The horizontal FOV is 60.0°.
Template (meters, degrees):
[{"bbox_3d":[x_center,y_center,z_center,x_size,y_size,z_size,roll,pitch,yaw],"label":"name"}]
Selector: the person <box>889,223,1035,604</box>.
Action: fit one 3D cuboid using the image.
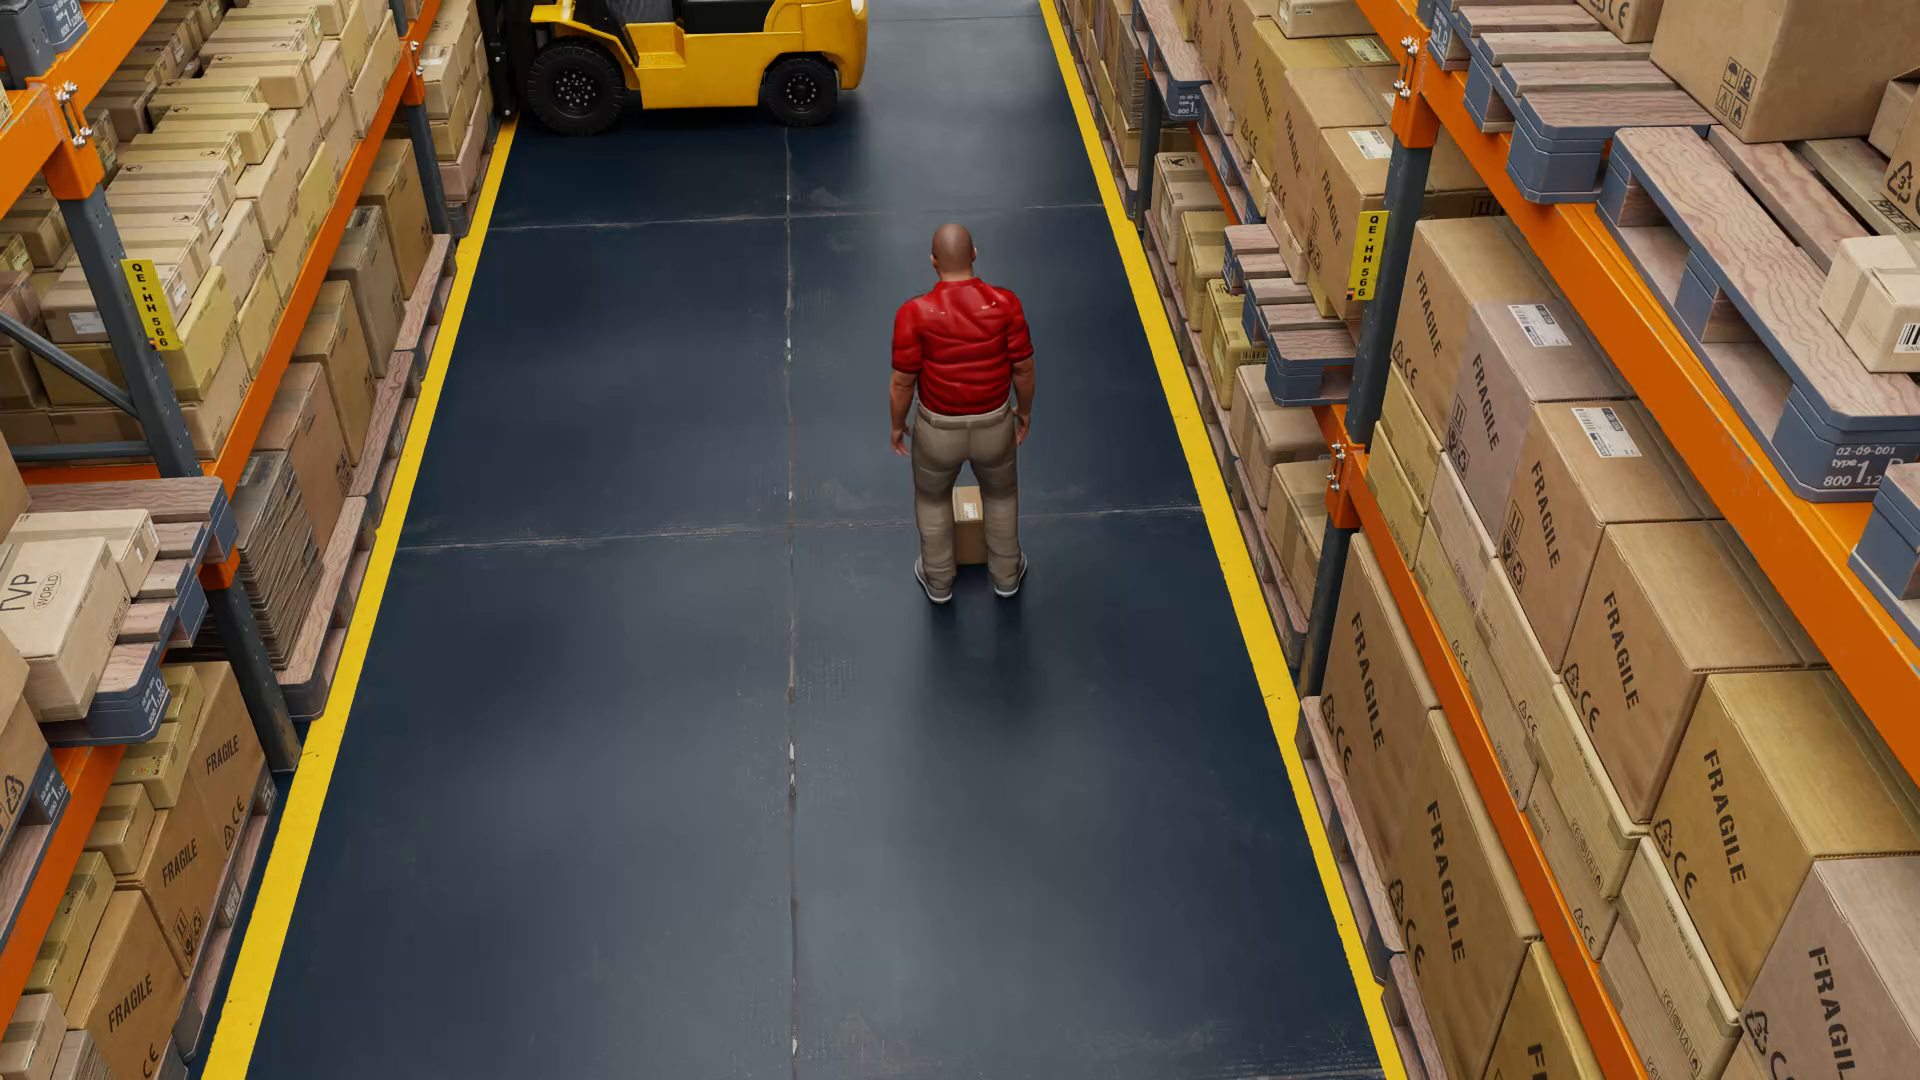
[{"bbox_3d":[0.012,-0.478,6.759,0.603,1.726,0.394,-5,39,-7],"label":"person"}]
